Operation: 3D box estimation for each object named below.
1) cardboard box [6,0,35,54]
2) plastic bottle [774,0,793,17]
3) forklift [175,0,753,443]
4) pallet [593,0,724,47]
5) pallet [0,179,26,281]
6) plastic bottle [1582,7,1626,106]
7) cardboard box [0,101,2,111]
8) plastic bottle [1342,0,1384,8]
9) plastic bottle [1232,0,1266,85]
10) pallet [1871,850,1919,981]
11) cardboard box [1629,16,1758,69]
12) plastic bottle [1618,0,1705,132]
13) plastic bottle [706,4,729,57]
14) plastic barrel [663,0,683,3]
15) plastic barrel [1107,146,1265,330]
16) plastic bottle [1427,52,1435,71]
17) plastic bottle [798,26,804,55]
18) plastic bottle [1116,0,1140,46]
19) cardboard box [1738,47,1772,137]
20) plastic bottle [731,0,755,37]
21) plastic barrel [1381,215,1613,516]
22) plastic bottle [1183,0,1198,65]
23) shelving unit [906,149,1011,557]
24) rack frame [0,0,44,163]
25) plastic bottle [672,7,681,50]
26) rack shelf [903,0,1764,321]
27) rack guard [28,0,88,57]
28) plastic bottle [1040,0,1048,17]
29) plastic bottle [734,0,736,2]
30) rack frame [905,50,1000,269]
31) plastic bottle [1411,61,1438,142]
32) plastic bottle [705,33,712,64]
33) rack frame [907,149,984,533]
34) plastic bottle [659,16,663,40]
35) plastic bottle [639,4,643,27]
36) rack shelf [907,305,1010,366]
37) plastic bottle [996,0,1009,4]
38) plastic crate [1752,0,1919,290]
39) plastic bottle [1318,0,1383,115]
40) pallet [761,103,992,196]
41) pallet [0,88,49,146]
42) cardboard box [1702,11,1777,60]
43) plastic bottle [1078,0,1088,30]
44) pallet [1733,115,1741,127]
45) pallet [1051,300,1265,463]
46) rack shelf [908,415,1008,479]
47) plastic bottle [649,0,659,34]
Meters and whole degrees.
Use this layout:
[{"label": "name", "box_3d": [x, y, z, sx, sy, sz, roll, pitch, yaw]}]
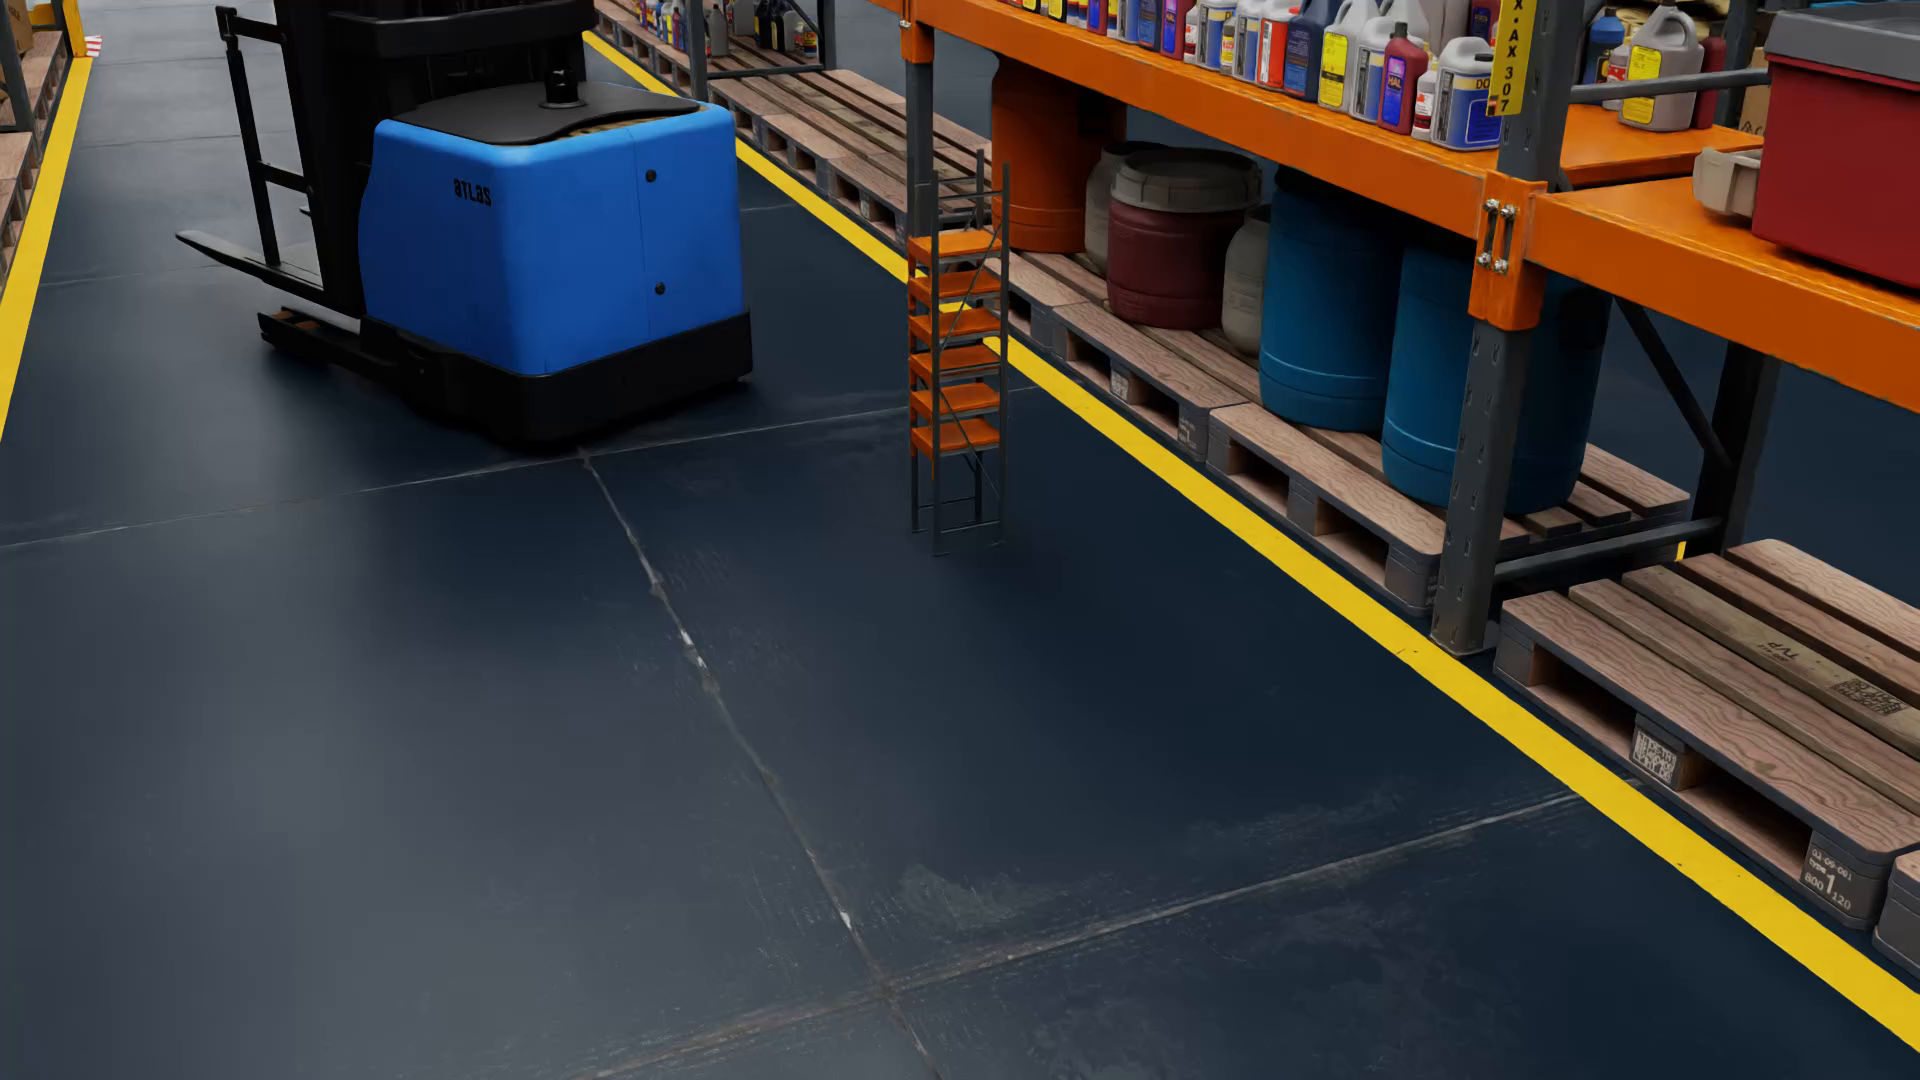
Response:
[{"label": "cardboard box", "box_3d": [-6.962, -3.696, 11.772, 0.500, 0.500, 0.500, -3, 26, -7]}, {"label": "plastic bottle", "box_3d": [-1.267, -3.762, 12.054, 0.144, 0.351, 0.185, -10, 28, -19]}, {"label": "forklift", "box_3d": [-2.240, -2.188, 6.390, 3.031, 2.935, 1.130, 21, 33, 37]}, {"label": "pallet", "box_3d": [-2.513, -4.368, 13.955, 1.003, 0.211, 1.213, -11, 28, -21]}, {"label": "pallet", "box_3d": [-5.102, -1.446, 7.971, 1.003, 0.211, 1.213, -11, 28, -21]}, {"label": "plastic bottle", "box_3d": [1.897, -1.428, 4.902, 0.097, 0.271, 0.097, 0, 26, 0]}, {"label": "cardboard box", "box_3d": [-6.010, -2.740, 9.814, 0.500, 0.500, 0.500, -11, 28, -22]}, {"label": "plastic bottle", "box_3d": [1.199, -1.520, 5.000, 0.144, 0.351, 0.185, -11, 28, -21]}, {"label": "plastic bottle", "box_3d": [0.955, -1.581, 5.210, 0.152, 0.276, 0.135, -11, 28, -21]}, {"label": "pallet", "box_3d": [2.605, 0.909, 3.148, 1.003, 0.211, 1.213, -11, 28, -21]}, {"label": "cardboard box", "box_3d": [4.361, -2.966, 9.923, 0.500, 0.311, 0.500, -10, 28, -19]}, {"label": "plastic bottle", "box_3d": [1.945, -1.320, 4.590, 0.144, 0.351, 0.185, -11, 28, -21]}, {"label": "plastic bottle", "box_3d": [-1.718, -3.600, 11.722, 0.144, 0.351, 0.185, -11, 28, -21]}, {"label": "plastic barrel", "box_3d": [-2.375, -4.588, 13.585, 0.421, 0.512, 0.421, 0, 26, 0]}, {"label": "plastic barrel", "box_3d": [0.883, -1.197, 6.553, 0.600, 0.588, 0.708, -11, 28, -21]}, {"label": "plastic bottle", "box_3d": [1.281, -1.248, 4.614, 0.097, 0.201, 0.097, 0, 26, 0]}, {"label": "plastic bottle", "box_3d": [-1.094, -3.542, 11.775, 0.097, 0.201, 0.097, 0, 26, 0]}, {"label": "plastic bottle", "box_3d": [0.649, -1.897, 5.857, 0.152, 0.276, 0.135, -11, 28, -21]}, {"label": "cardboard box", "box_3d": [4.708, -2.434, 9.163, 0.500, 0.500, 0.500, -9, 28, -18]}, {"label": "plastic bottle", "box_3d": [-1.634, -3.940, 12.505, 0.152, 0.276, 0.135, -11, 28, -21]}, {"label": "plastic barrel", "box_3d": [1.603, -0.596, 4.965, 0.600, 0.901, 0.708, -11, 28, -21]}, {"label": "plastic bottle", "box_3d": [0.794, -1.683, 5.505, 0.097, 0.201, 0.097, 0, 26, 0]}, {"label": "shelving unit", "box_3d": [-0.006, -0.545, 4.999, 0.258, 1.200, 0.189, -11, 28, -21]}, {"label": "rack frame", "box_3d": [-5.890, -3.506, 9.012, 1.000, 3.000, 0.127, -11, 28, -21]}, {"label": "plastic bottle", "box_3d": [-2.028, -3.681, 11.965, 0.061, 0.283, 0.133, -9, 27, -17]}, {"label": "rack shelf", "box_3d": [1.017, -1.612, 5.952, 1.077, 0.370, 4.000, -11, 28, -21]}, {"label": "rack guard", "box_3d": [-7.427, -3.967, 12.805, 1.175, 0.500, 0.348, -11, 28, -21]}, {"label": "plastic bottle", "box_3d": [0.359, -2.131, 6.422, 0.097, 0.201, 0.097, 0, 26, 0]}, {"label": "plastic bottle", "box_3d": [-1.703, -4.173, 12.982, 0.152, 0.276, 0.135, -10, 28, -20]}, {"label": "rack frame", "box_3d": [0.234, -2.742, 7.448, 1.000, 3.000, 0.127, -11, 28, -21]}, {"label": "plastic bottle", "box_3d": [1.278, -1.184, 4.483, 0.097, 0.201, 0.097, 0, 26, 0]}, {"label": "plastic bottle", "box_3d": [-1.762, -3.390, 11.463, 0.097, 0.201, 0.097, 0, 26, 0]}, {"label": "rack frame", "box_3d": [-0.042, -0.582, 5.074, 0.240, 1.200, 0.006, -11, 28, -21]}, {"label": "plastic bottle", "box_3d": [-2.183, -3.825, 12.353, 0.097, 0.201, 0.097, 0, 26, 0]}, {"label": "plastic bottle", "box_3d": [-2.435, -4.085, 12.886, 0.097, 0.201, 0.097, 0, 26, 0]}, {"label": "rack shelf", "box_3d": [-0.006, -0.613, 4.966, 0.258, 0.103, 0.180, -11, 28, -21]}, {"label": "plastic bottle", "box_3d": [0.192, -2.319, 6.714, 0.061, 0.283, 0.133, -11, 28, -21]}, {"label": "plastic crate", "box_3d": [1.919, -0.780, 3.287, 0.402, 0.464, 0.583, -11, 28, -21]}, {"label": "plastic bottle", "box_3d": [1.139, -1.420, 4.796, 0.144, 0.351, 0.185, -11, 28, -21]}, {"label": "pallet", "box_3d": [-0.508, -2.301, 9.721, 1.003, 0.211, 1.213, -11, 28, -21]}, {"label": "pallet", "box_3d": [-6.186, -2.518, 10.167, 1.003, 0.211, 1.213, -11, 28, -21]}, {"label": "cardboard box", "box_3d": [4.858, -3.059, 10.113, 0.500, 0.311, 0.500, -10, 28, -19]}, {"label": "plastic bottle", "box_3d": [0.488, -2.030, 6.135, 0.097, 0.271, 0.097, 0, 26, 0]}, {"label": "pallet", "box_3d": [4.506, -2.678, 10.494, 1.003, 0.211, 1.213, -11, 28, -21]}, {"label": "pallet", "box_3d": [1.055, -0.687, 6.415, 1.003, 0.211, 1.213, -11, 28, -21]}, {"label": "rack shelf", "box_3d": [-0.006, -0.289, 5.124, 0.258, 0.103, 0.180, -11, 28, -21]}, {"label": "plastic bottle", "box_3d": [-2.303, -3.980, 12.590, 0.097, 0.271, 0.097, 0, 26, 0]}]
